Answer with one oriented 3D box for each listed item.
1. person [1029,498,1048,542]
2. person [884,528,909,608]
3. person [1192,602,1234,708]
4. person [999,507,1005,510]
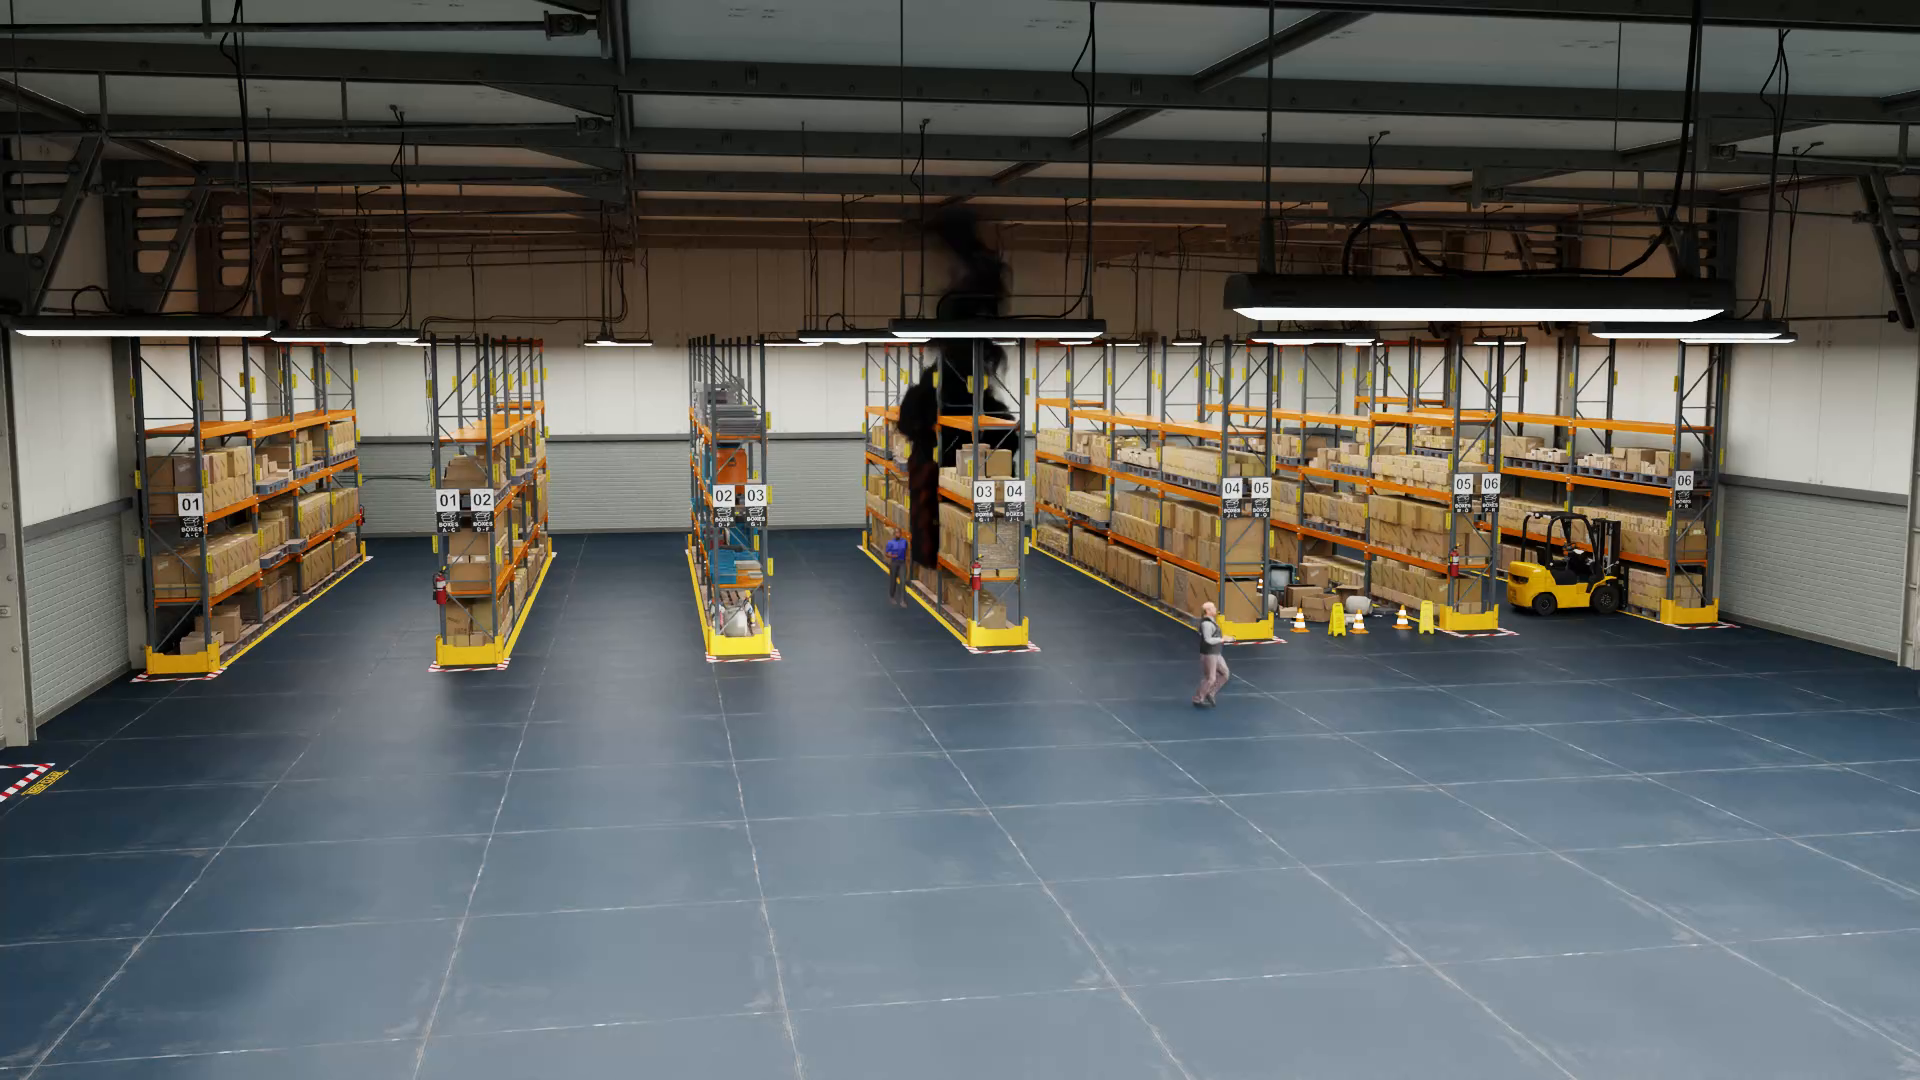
[{"bbox_3d":[2.442,-0.841,49.727,0.844,1.782,0.683,-3,7,-27],"label":"person"},{"bbox_3d":[-1.322,0.578,35.149,0.555,1.688,0.852,-2,7,-17],"label":"person"},{"bbox_3d":[4.045,1.848,26.529,0.658,1.725,0.641,2,7,17],"label":"person"},{"bbox_3d":[1.185,-0.511,46.941,0.695,1.823,0.733,-1,7,-9],"label":"person"}]
